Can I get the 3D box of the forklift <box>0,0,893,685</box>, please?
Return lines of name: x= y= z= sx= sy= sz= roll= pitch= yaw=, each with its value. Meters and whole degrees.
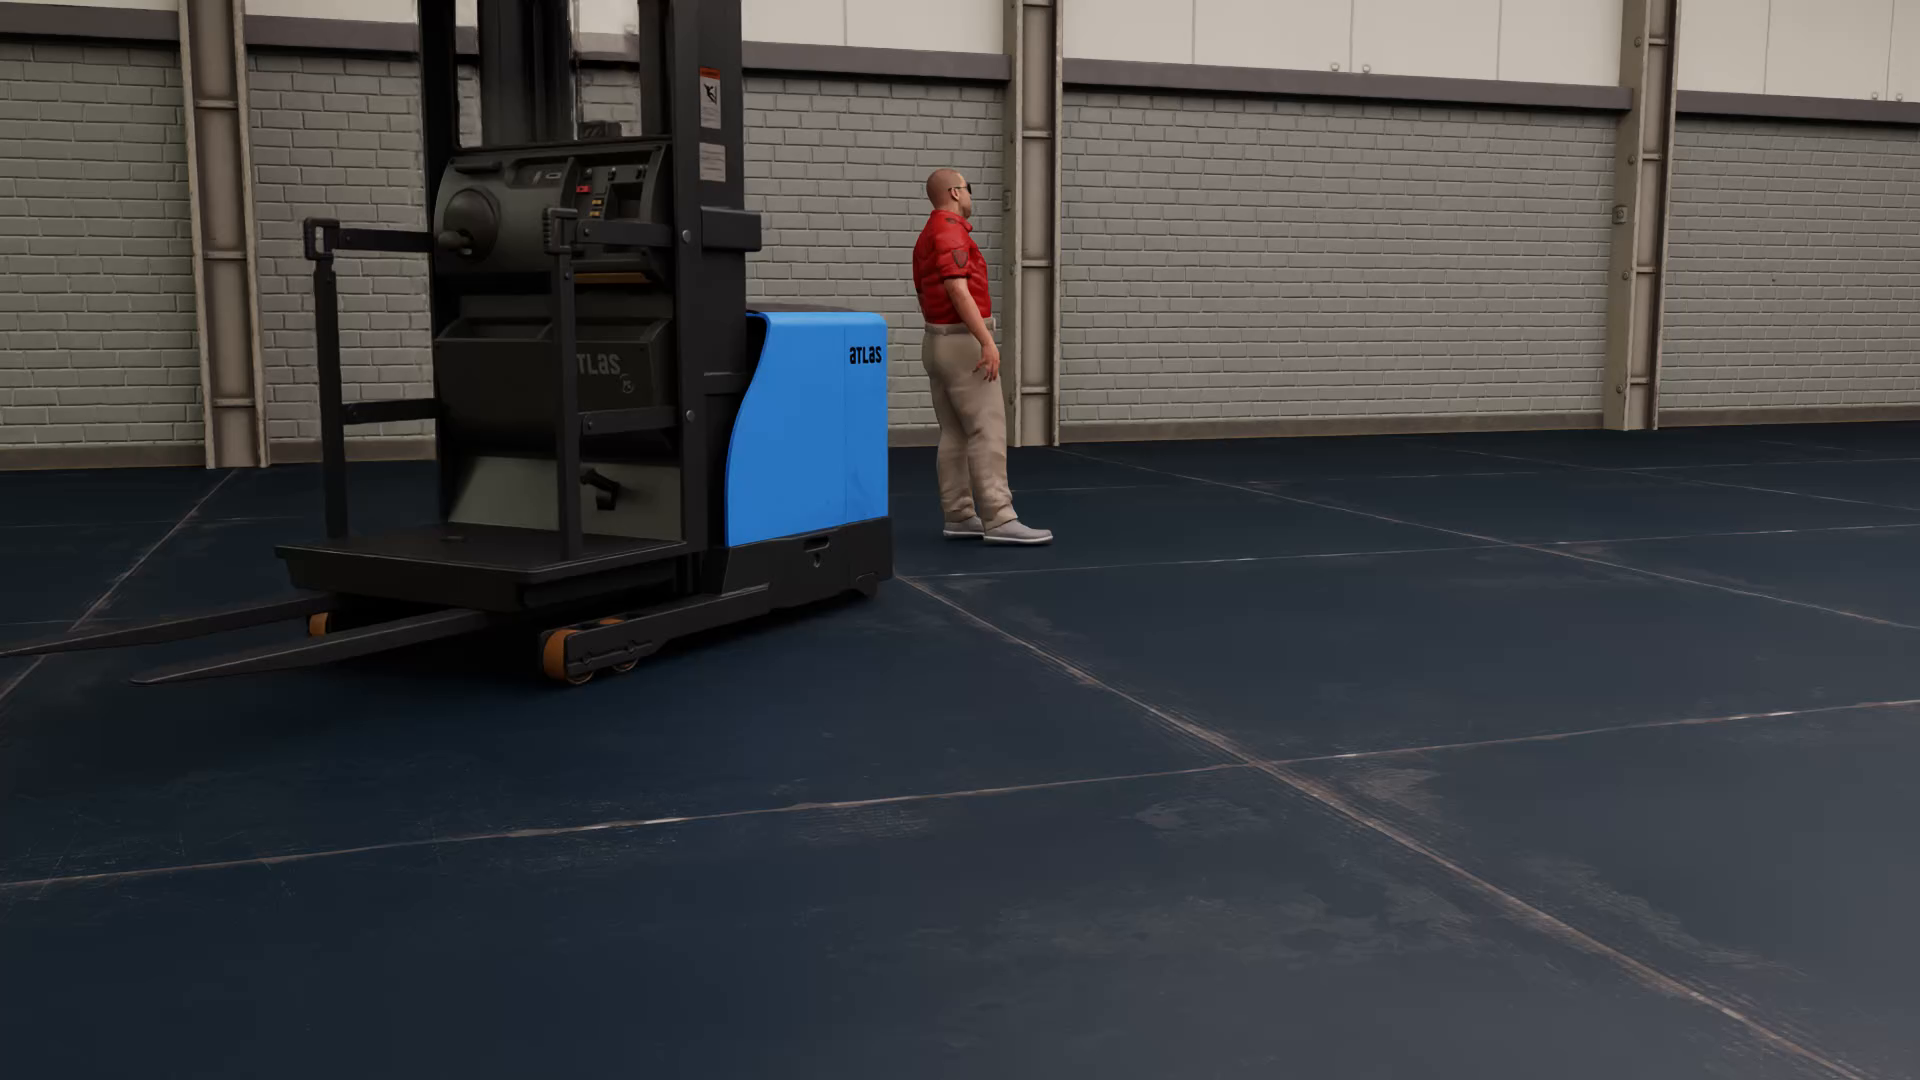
forklift: x=-1.425 y=-1.101 z=5.141 sx=1.130 sy=2.935 sz=3.031 roll=4 pitch=9 yaw=29

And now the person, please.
person: x=0.089 y=-0.866 z=7.823 sx=0.551 sy=1.727 sz=0.640 roll=-3 pitch=8 yaw=-18
